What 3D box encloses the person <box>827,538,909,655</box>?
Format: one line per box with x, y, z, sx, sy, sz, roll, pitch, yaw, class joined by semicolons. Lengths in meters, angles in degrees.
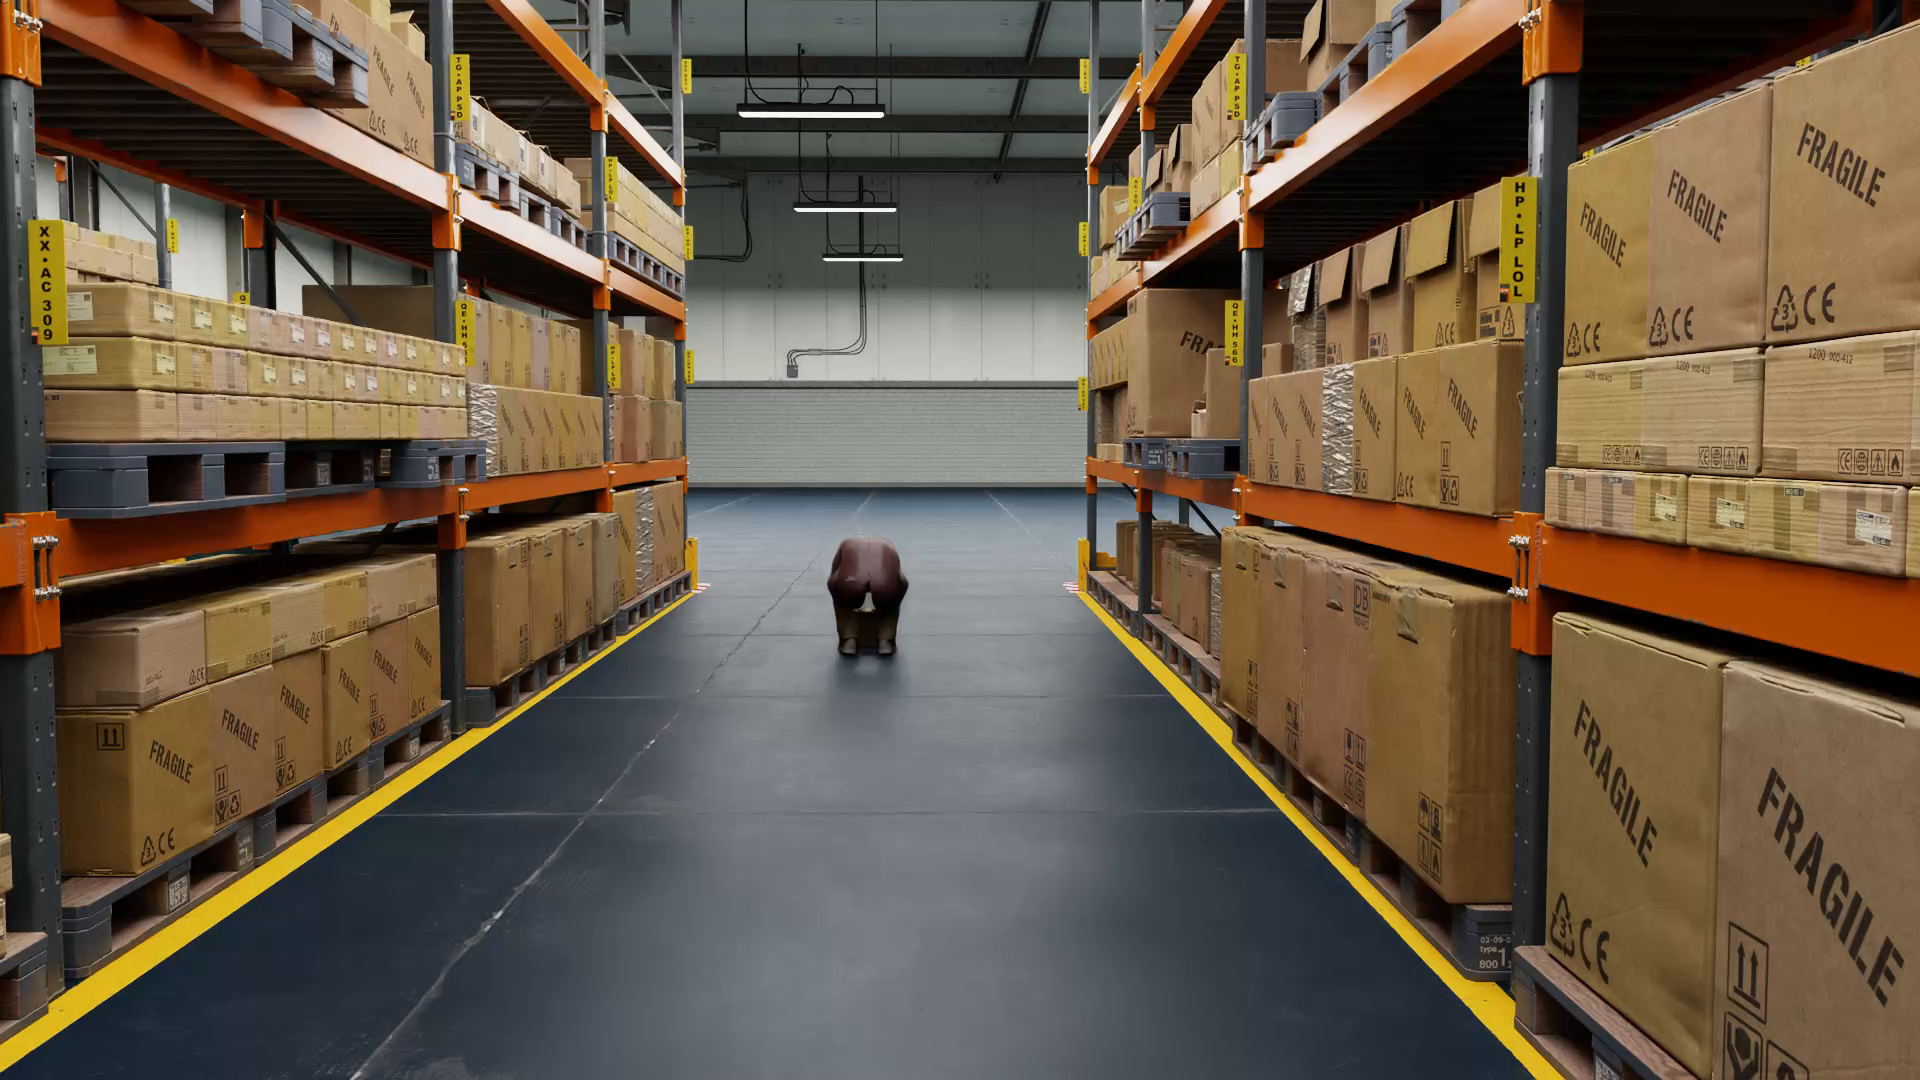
-0.655;0.394;11.828;0.580;0.824;0.947;0;4;-3;person
